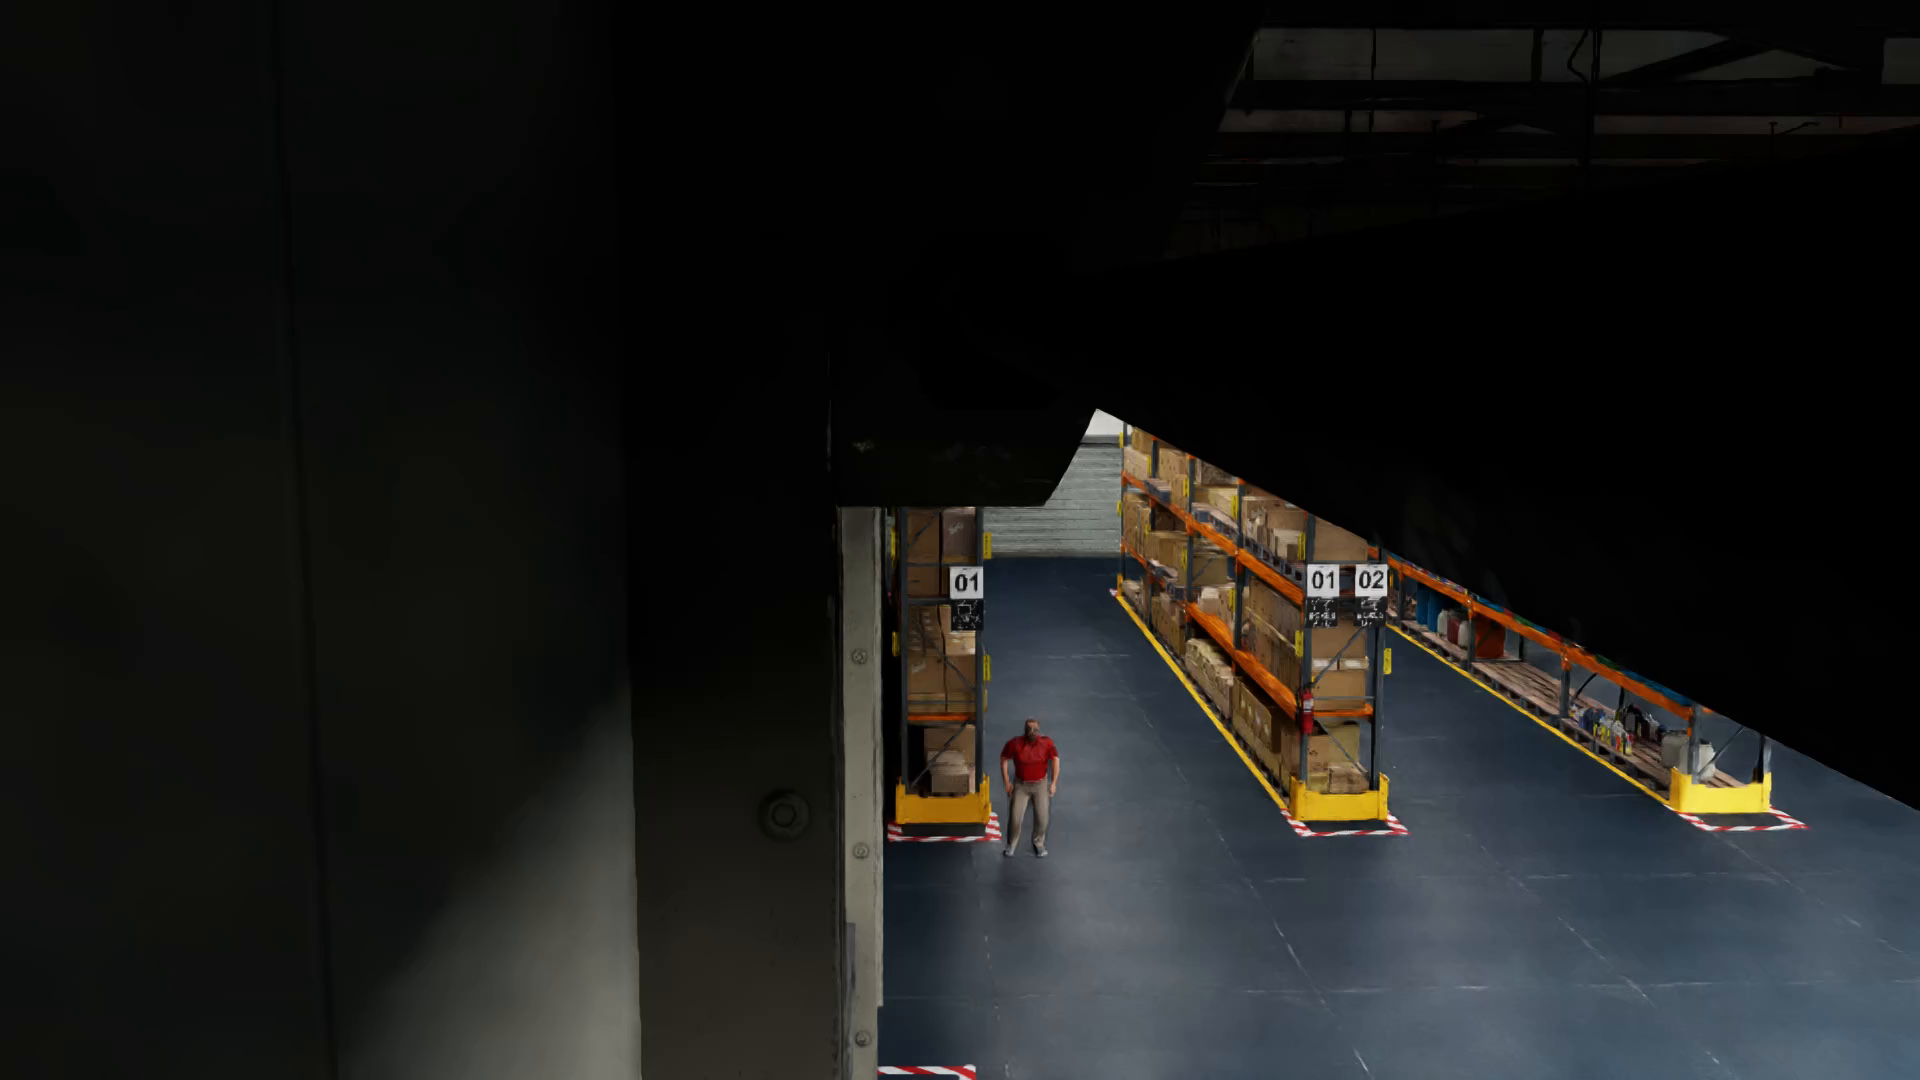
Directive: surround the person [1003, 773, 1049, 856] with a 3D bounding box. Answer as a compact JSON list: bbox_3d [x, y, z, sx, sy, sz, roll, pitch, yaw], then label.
[{"bbox_3d":[0.764,3.145,19.236,0.528,1.029,0.464,-1,8,-4],"label":"person"}]
